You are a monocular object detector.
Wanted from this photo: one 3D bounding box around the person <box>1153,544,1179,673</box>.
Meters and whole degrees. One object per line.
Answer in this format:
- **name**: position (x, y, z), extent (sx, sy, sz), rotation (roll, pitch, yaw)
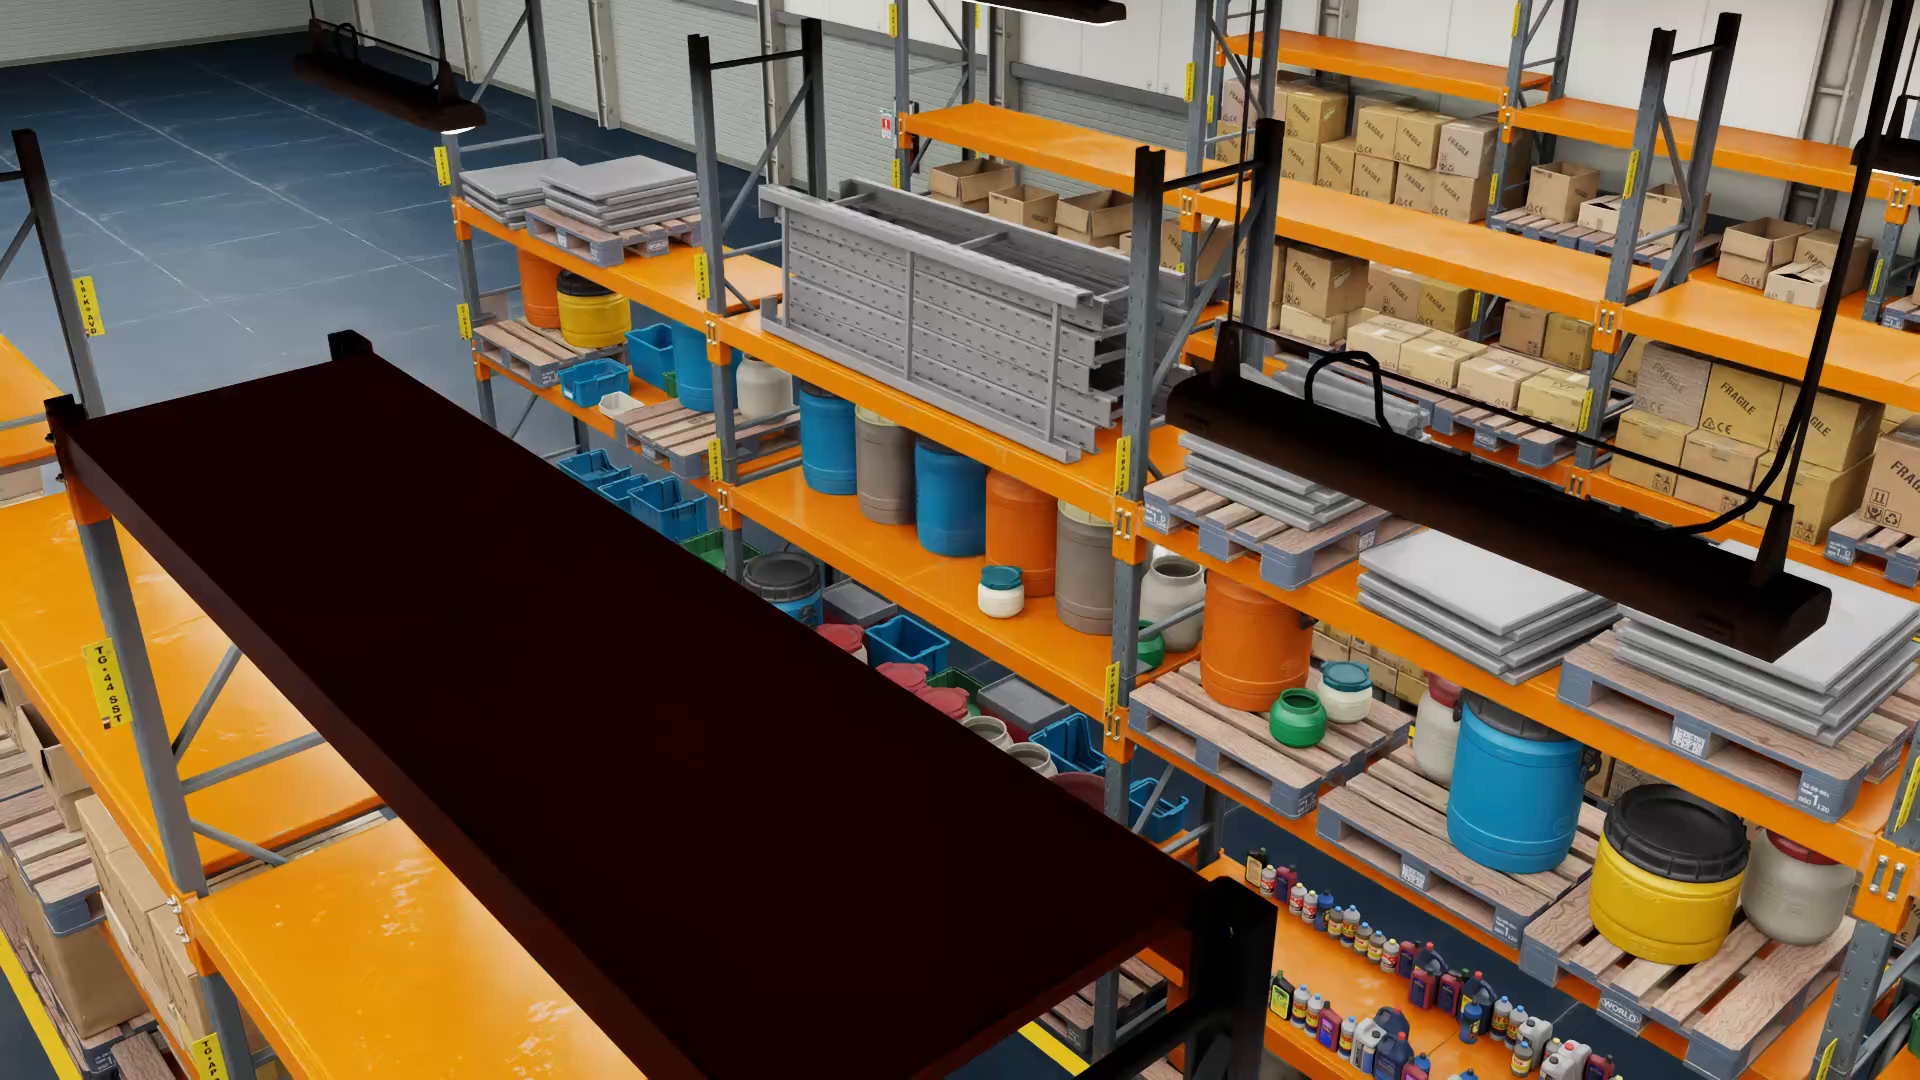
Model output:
- **person**: position (1.898, 0.512, 14.771), extent (0.534, 1.658, 0.540), rotation (21, 33, 35)
